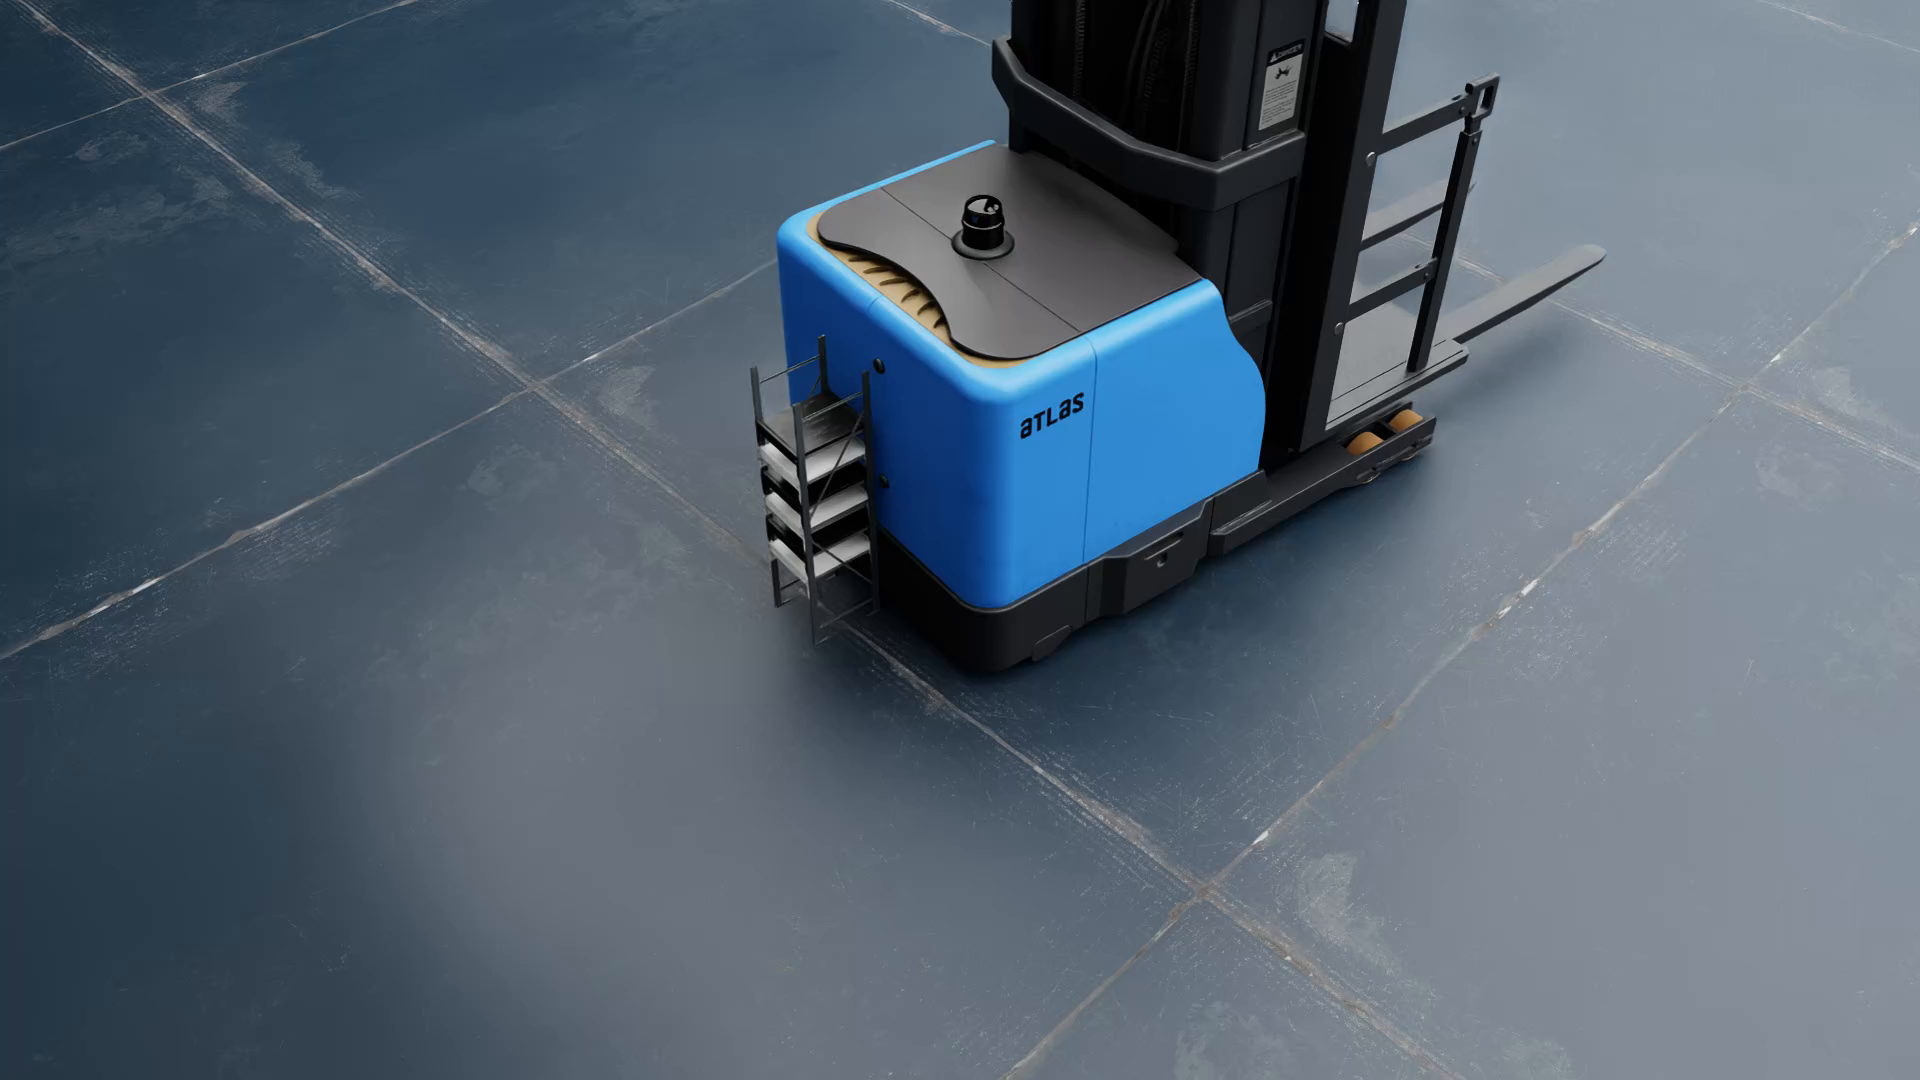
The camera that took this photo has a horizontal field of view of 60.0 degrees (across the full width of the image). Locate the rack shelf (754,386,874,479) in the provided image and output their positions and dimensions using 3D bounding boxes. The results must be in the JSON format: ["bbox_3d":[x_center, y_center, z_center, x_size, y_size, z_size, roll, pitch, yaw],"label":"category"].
[{"bbox_3d":[-0.400,-0.297,4.559,0.258,0.077,0.200,-28,50,-27],"label":"rack shelf"}]

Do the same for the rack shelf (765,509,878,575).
[{"bbox_3d":[-0.400,-0.032,4.803,0.258,0.077,0.200,-28,50,-27],"label":"rack shelf"}]

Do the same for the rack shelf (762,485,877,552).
[{"bbox_3d":[-0.400,-0.098,4.742,0.258,0.077,0.200,-28,50,-27],"label":"rack shelf"}]

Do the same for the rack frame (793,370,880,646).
[{"bbox_3d":[-0.337,-0.069,4.661,0.240,0.900,0.006,-28,50,-27],"label":"rack frame"}]

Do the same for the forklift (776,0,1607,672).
[{"bbox_3d":[0.951,-1.523,4.738,3.031,2.935,1.130,-27,49,-26],"label":"forklift"}]

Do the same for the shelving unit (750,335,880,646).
[{"bbox_3d":[-0.400,-0.123,4.720,0.258,0.900,0.210,-28,50,-27],"label":"shelving unit"}]

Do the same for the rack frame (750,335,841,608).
[{"bbox_3d":[-0.463,-0.177,4.778,0.240,0.900,0.006,-28,50,-27],"label":"rack frame"}]

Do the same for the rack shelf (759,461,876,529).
[{"bbox_3d":[-0.400,-0.164,4.681,0.258,0.077,0.200,-28,50,-27],"label":"rack shelf"}]

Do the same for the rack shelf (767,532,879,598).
[{"bbox_3d":[-0.400,0.034,4.864,0.258,0.077,0.200,-28,50,-27],"label":"rack shelf"}]

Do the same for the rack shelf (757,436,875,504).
[{"bbox_3d":[-0.400,-0.230,4.620,0.258,0.077,0.200,-28,50,-27],"label":"rack shelf"}]
